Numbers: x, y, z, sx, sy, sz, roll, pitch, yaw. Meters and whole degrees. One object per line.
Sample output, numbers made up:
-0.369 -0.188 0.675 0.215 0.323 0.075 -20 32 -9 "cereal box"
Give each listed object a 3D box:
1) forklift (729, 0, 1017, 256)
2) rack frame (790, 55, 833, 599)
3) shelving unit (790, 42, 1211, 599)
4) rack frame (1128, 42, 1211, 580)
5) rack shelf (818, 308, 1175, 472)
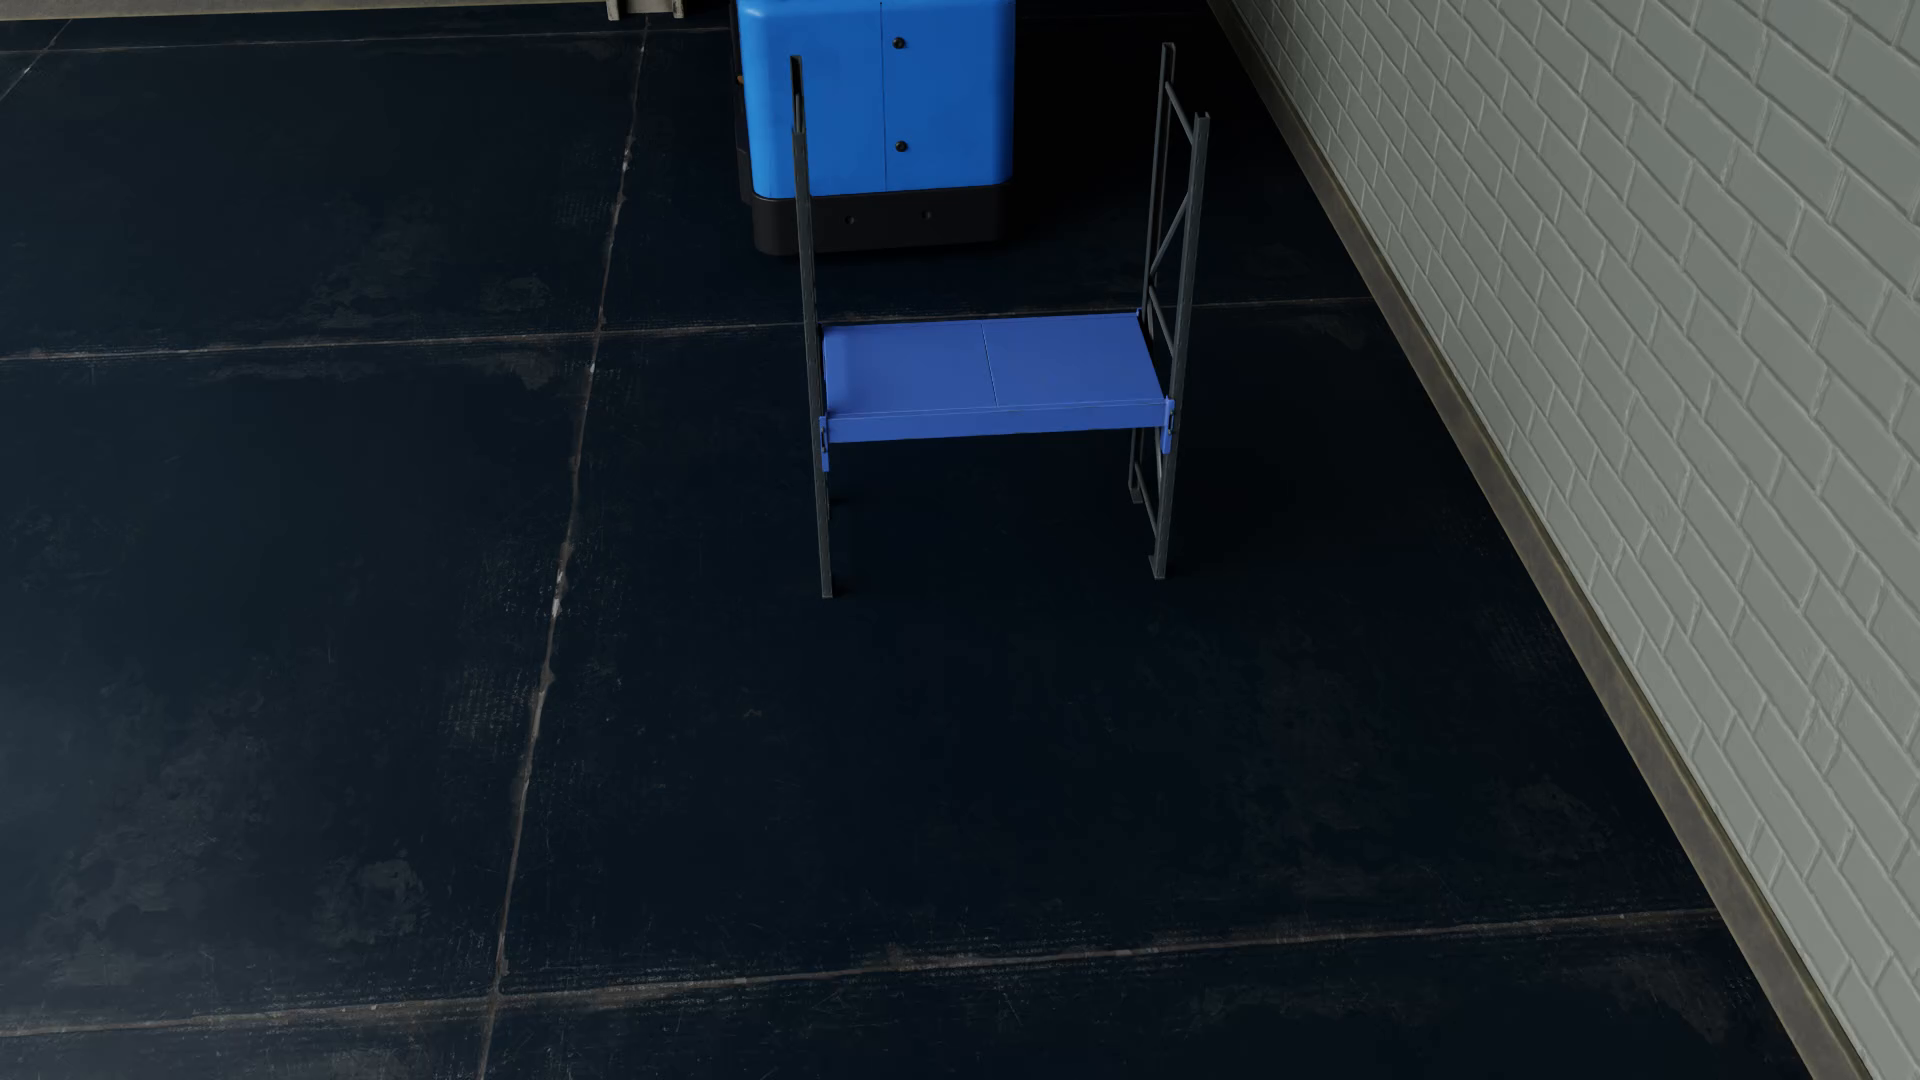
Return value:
-0.496 -3.180 6.914 1.130 2.935 3.031 -5 39 -6 "forklift"
-0.421 -0.566 4.756 0.032 1.500 0.500 -3 38 -4 "rack frame"
0.085 -0.593 4.791 1.048 1.500 0.538 -3 38 -4 "shelving unit"
0.591 -0.621 4.827 0.032 1.500 0.500 -3 38 -4 "rack frame"
0.085 -0.452 4.903 1.000 0.185 0.538 -3 38 -4 "rack shelf"
